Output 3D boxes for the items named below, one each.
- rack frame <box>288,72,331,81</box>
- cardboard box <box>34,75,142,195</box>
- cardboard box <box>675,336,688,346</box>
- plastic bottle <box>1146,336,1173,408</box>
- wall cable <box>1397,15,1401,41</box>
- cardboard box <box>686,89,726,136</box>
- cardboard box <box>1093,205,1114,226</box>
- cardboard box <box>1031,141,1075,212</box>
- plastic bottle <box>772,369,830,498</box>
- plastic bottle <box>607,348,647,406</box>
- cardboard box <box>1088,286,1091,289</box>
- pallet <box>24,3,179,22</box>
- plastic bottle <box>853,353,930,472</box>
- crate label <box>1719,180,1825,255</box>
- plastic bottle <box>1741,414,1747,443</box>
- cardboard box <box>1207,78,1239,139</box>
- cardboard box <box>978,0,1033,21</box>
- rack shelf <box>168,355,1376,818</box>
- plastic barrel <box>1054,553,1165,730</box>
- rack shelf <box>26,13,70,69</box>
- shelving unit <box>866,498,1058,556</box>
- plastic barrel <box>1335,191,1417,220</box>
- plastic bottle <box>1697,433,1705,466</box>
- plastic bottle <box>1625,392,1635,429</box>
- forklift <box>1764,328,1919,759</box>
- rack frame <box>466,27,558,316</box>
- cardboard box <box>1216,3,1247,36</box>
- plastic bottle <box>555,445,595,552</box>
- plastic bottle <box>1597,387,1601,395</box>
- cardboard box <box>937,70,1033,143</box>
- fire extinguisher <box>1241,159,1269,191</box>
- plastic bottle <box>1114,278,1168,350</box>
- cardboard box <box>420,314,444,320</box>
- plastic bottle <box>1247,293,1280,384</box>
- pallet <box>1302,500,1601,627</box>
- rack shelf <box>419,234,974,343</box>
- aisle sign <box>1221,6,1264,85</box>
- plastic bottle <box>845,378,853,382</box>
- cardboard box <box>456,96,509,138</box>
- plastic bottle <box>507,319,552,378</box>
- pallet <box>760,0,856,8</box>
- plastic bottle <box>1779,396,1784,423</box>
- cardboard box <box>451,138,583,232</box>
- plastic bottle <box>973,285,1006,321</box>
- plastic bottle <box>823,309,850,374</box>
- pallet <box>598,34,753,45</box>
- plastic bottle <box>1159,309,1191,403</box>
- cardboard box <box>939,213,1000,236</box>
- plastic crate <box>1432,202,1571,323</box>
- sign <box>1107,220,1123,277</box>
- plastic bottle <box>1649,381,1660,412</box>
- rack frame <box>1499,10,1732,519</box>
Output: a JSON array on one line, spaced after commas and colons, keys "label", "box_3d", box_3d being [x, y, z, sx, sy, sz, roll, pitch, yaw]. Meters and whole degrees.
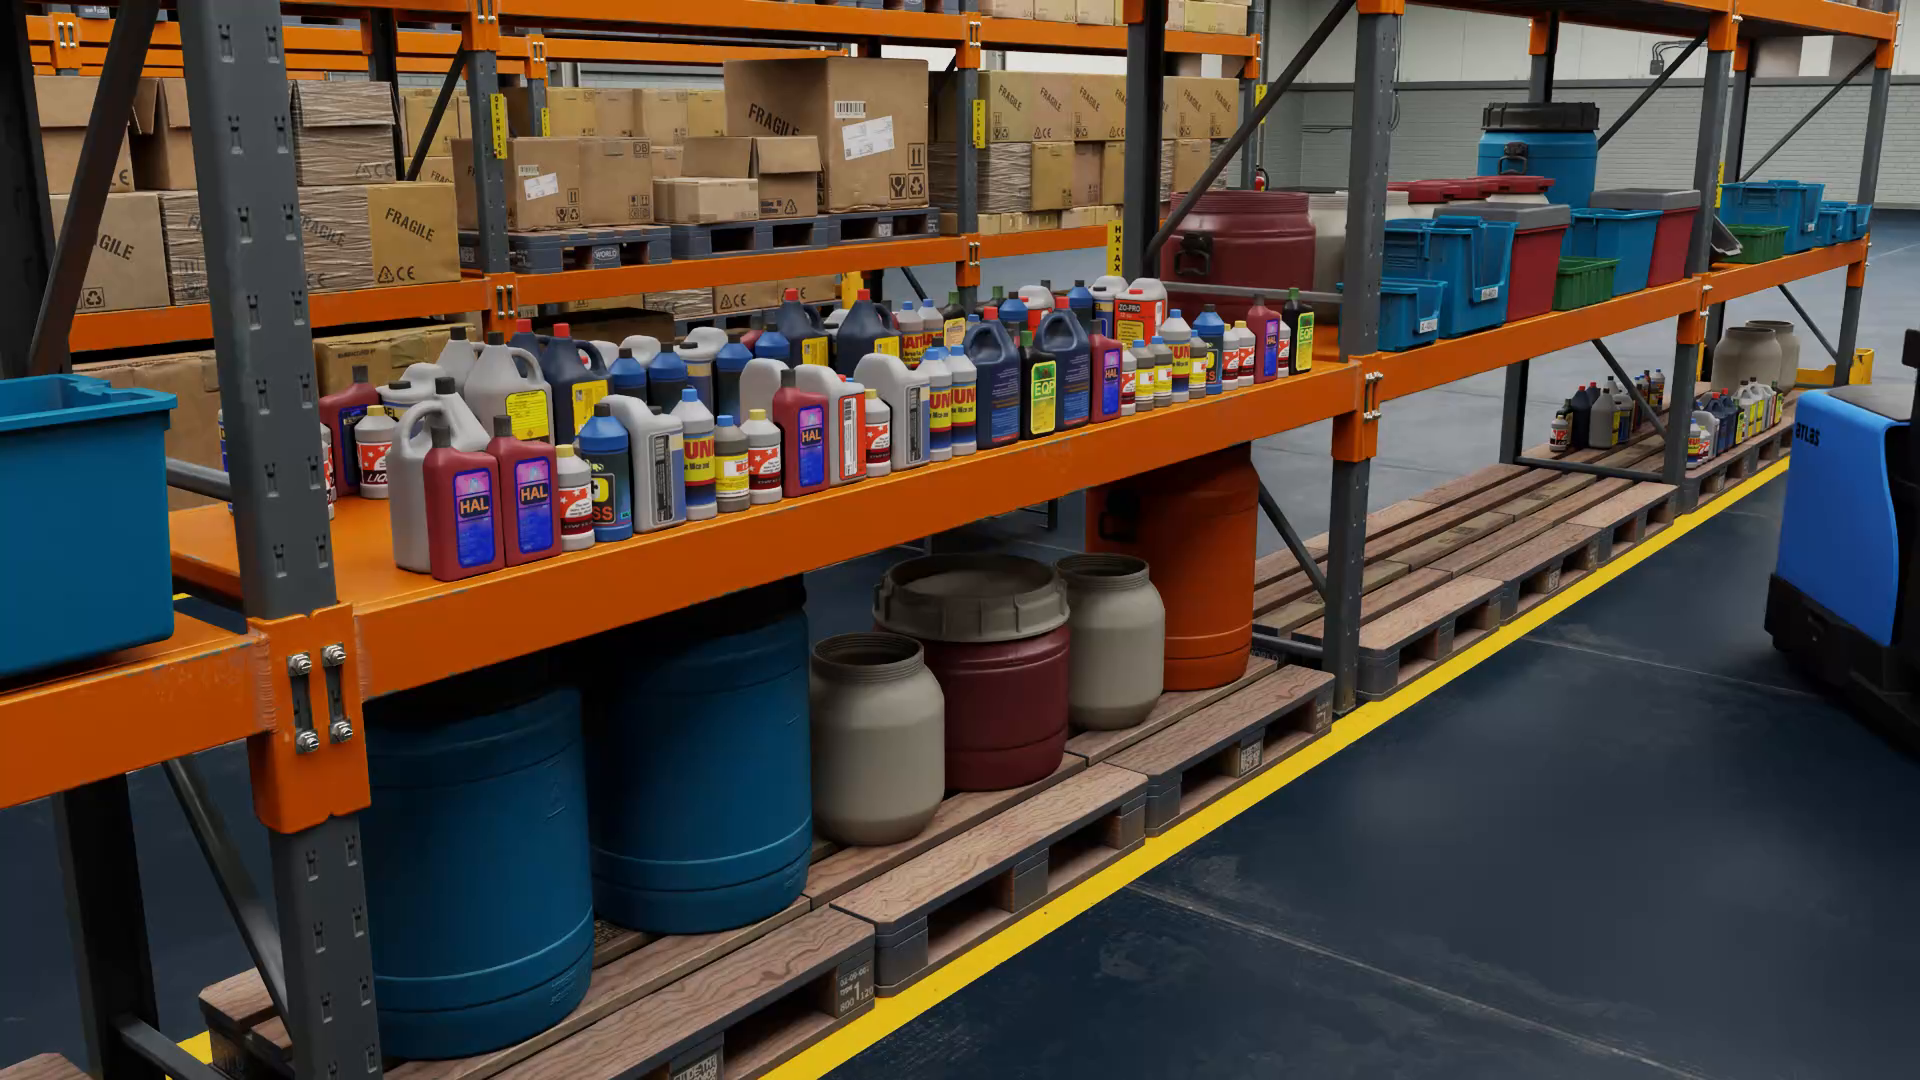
[{"label": "rack frame", "box_3d": [-9.359, -5.493, 24.152, 1.000, 3.000, 0.127, 11, 18, 38]}, {"label": "cardboard box", "box_3d": [-4.116, -1.803, 7.387, 0.797, 0.503, 0.637, 12, 19, 39]}, {"label": "cardboard box", "box_3d": [-1.720, -1.011, 10.692, 0.700, 0.500, 0.500, 13, 19, 42]}, {"label": "plastic bottle", "box_3d": [0.577, -0.497, 4.889, 0.097, 0.201, 0.097, 0, 14, 0]}, {"label": "wall cable", "box_3d": [13.342, -15.035, 45.581, 3.097, 2.526, 0.112, 11, 18, 38]}, {"label": "cardboard box", "box_3d": [-2.809, -4.182, 16.495, 0.875, 0.550, 0.500, 11, 18, 38]}, {"label": "cardboard box", "box_3d": [1.000, -2.588, 13.228, 0.380, 0.149, 0.250, 11, 18, 38]}, {"label": "cardboard box", "box_3d": [0.371, -2.785, 12.687, 0.875, 0.500, 0.500, 11, 18, 38]}, {"label": "plastic bottle", "box_3d": [-0.357, -0.245, 3.731, 0.061, 0.283, 0.133, 11, 18, 38]}, {"label": "plastic bottle", "box_3d": [-0.826, -0.341, 4.134, 0.097, 0.271, 0.097, 0, 14, 0]}, {"label": "cardboard box", "box_3d": [1.458, -1.947, 14.418, 0.500, 0.500, 0.500, -10, 17, -35]}, {"label": "pallet", "box_3d": [-6.247, -3.940, 12.333, 1.213, 0.211, 1.003, 12, 19, 40]}, {"label": "plastic bottle", "box_3d": [-0.162, -0.318, 4.036, 0.152, 0.276, 0.135, 11, 18, 38]}, {"label": "crate label", "box_3d": [5.119, -2.048, 10.521, 0.502, 0.435, 0.616, 11, 18, 38]}, {"label": "plastic bottle", "box_3d": [4.696, -0.693, 10.049, 0.097, 0.201, 0.097, 0, 14, 0]}, {"label": "cardboard box", "box_3d": [2.059, -3.725, 14.357, 0.500, 0.500, 0.500, 11, 18, 38]}, {"label": "cardboard box", "box_3d": [0.180, -3.853, 11.911, 0.500, 0.250, 0.500, 10, 18, 35]}, {"label": "rack shelf", "box_3d": [-0.220, -0.161, 4.627, 1.077, 0.370, 4.000, 11, 18, 38]}, {"label": "plastic barrel", "box_3d": [0.457, 0.327, 5.442, 0.421, 0.512, 0.421, 0, 14, 0]}, {"label": "rack shelf", "box_3d": [-7.867, -3.169, 10.373, 1.077, 0.370, 4.000, 11, 18, 38]}, {"label": "shelving unit", "box_3d": [-0.004, -0.544, 8.479, 0.538, 1.125, 1.048, 11, 18, 38]}, {"label": "plastic barrel", "box_3d": [1.782, -1.258, 7.256, 0.421, 0.512, 0.421, 0, 14, 0]}, {"label": "plastic bottle", "box_3d": [4.156, -0.529, 9.402, 0.097, 0.201, 0.097, 0, 14, 0]}, {"label": "plastic bottle", "box_3d": [4.151, -0.811, 10.348, 0.061, 0.283, 0.133, 11, 18, 38]}, {"label": "forklift", "box_3d": [3.745, -0.621, 5.115, 1.130, 2.935, 3.031, 1, 14, 4]}, {"label": "rack frame", "box_3d": [-4.096, -3.213, 15.177, 1.000, 3.000, 0.127, 11, 18, 38]}, {"label": "cardboard box", "box_3d": [2.107, -4.441, 14.225, 0.500, 0.250, 0.500, 12, 18, 39]}, {"label": "plastic bottle", "box_3d": [-0.773, -0.085, 3.271, 0.097, 0.201, 0.097, 0, 14, 0]}, {"label": "plastic bottle", "box_3d": [3.922, -0.798, 10.296, 0.061, 0.283, 0.133, 13, 19, 41]}, {"label": "cardboard box", "box_3d": [0.179, -3.150, 12.091, 0.500, 0.500, 0.500, 11, 18, 38]}, {"label": "fire extinguisher", "box_3d": [2.643, -3.105, 14.909, 0.296, 0.674, 0.183, 11, 18, 38]}, {"label": "plastic bottle", "box_3d": [0.632, -0.777, 5.840, 0.152, 0.276, 0.135, 11, 18, 38]}, {"label": "cardboard box", "box_3d": [-5.025, -2.009, 14.154, 1.050, 0.750, 0.750, 11, 18, 38]}, {"label": "plastic bottle", "box_3d": [0.969, -0.649, 5.322, 0.061, 0.283, 0.133, 11, 18, 38]}, {"label": "pallet", "box_3d": [2.321, 0.083, 7.866, 1.003, 0.211, 1.213, 11, 18, 38]}, {"label": "rack shelf", "box_3d": [-1.559, -1.694, 10.660, 1.077, 0.370, 4.000, 11, 18, 38]}, {"label": "aisle sign", "box_3d": [2.485, -4.417, 14.638, 0.394, 0.787, 0.004, 11, 18, 38]}, {"label": "plastic bottle", "box_3d": [-0.271, -0.298, 4.107, 0.097, 0.201, 0.097, 0, 14, 0]}, {"label": "cardboard box", "box_3d": [-4.403, -3.650, 14.663, 0.700, 0.500, 0.500, 11, 18, 37]}, {"label": "plastic bottle", "box_3d": [-1.038, -0.365, 4.069, 0.144, 0.351, 0.185, 11, 18, 38]}, {"label": "pallet", "box_3d": [-1.422, -3.488, 10.548, 1.213, 0.211, 1.003, 11, 18, 38]}, {"label": "plastic bottle", "box_3d": [5.252, -0.863, 10.716, 0.097, 0.201, 0.097, 0, 14, 0]}, {"label": "cardboard box", "box_3d": [-2.507, -2.021, 9.431, 0.500, 0.500, 0.500, 9, 17, 31]}, {"label": "plastic bottle", "box_3d": [0.103, -0.696, 5.509, 0.061, 0.283, 0.133, 11, 18, 38]}, {"label": "plastic bottle", "box_3d": [-0.358, -0.535, 4.887, 0.152, 0.276, 0.135, 11, 18, 38]}, {"label": "pallet", "box_3d": [-2.806, -5.011, 16.344, 1.003, 0.211, 1.213, 11, 18, 38]}, {"label": "plastic bottle", "box_3d": [0.638, -0.549, 4.954, 0.097, 0.271, 0.097, 0, 14, 0]}, {"label": "cardboard box", "box_3d": [0.068, -2.298, 12.089, 0.380, 0.149, 0.250, 11, 18, 38]}, {"label": "plastic crate", "box_3d": [2.290, -1.186, 7.070, 0.402, 0.464, 0.583, 11, 18, 38]}, {"label": "sign", "box_3d": [0.605, -1.056, 6.356, 0.100, 0.325, 0.005, 11, 18, 38]}, {"label": "plastic bottle", "box_3d": [4.618, -0.963, 11.113, 0.097, 0.201, 0.097, 0, 14, 0]}, {"label": "rack frame", "box_3d": [3.551, -1.659, 9.062, 1.000, 3.000, 0.127, 11, 18, 38]}]
